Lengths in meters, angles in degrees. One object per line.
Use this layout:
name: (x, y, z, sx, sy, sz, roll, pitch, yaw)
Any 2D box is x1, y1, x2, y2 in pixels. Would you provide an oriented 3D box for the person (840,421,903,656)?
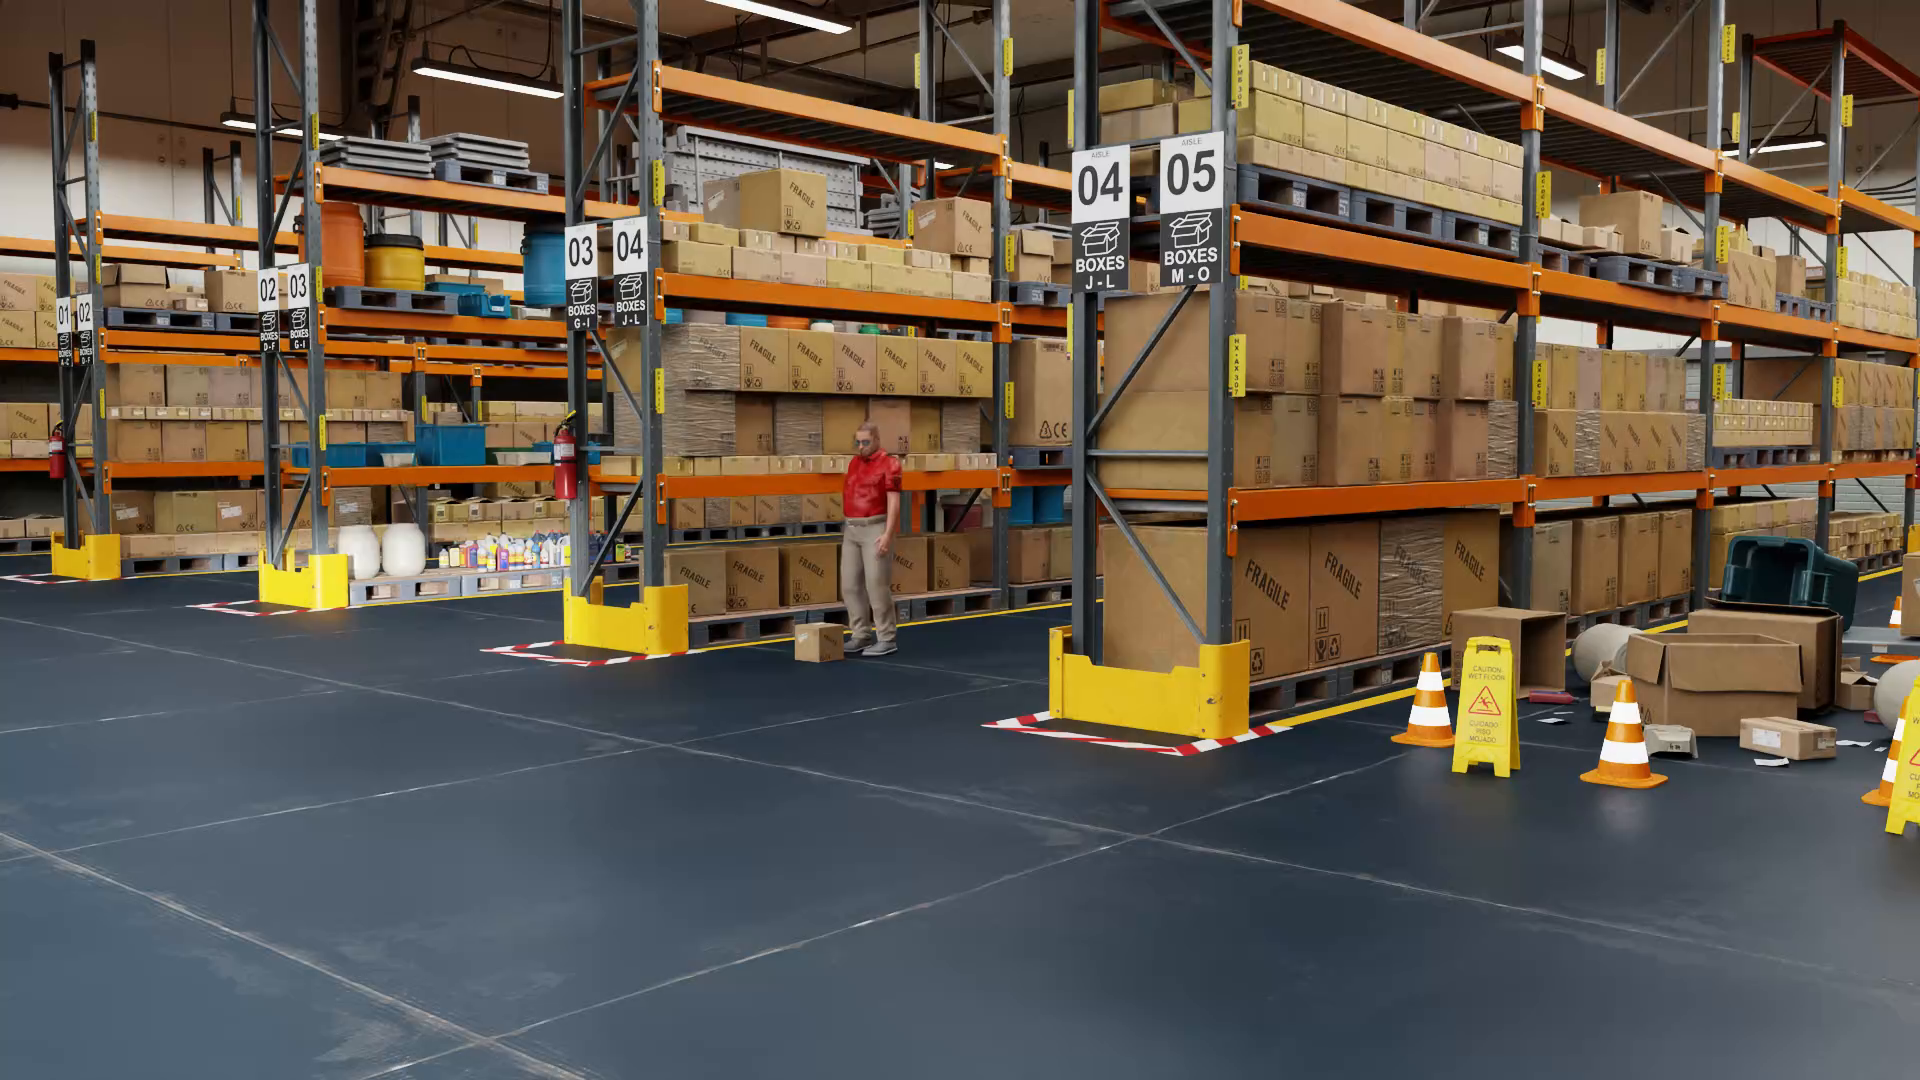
person: (-0.663, -0.015, 12.259, 0.534, 1.718, 0.356, 3, 5, 42)
